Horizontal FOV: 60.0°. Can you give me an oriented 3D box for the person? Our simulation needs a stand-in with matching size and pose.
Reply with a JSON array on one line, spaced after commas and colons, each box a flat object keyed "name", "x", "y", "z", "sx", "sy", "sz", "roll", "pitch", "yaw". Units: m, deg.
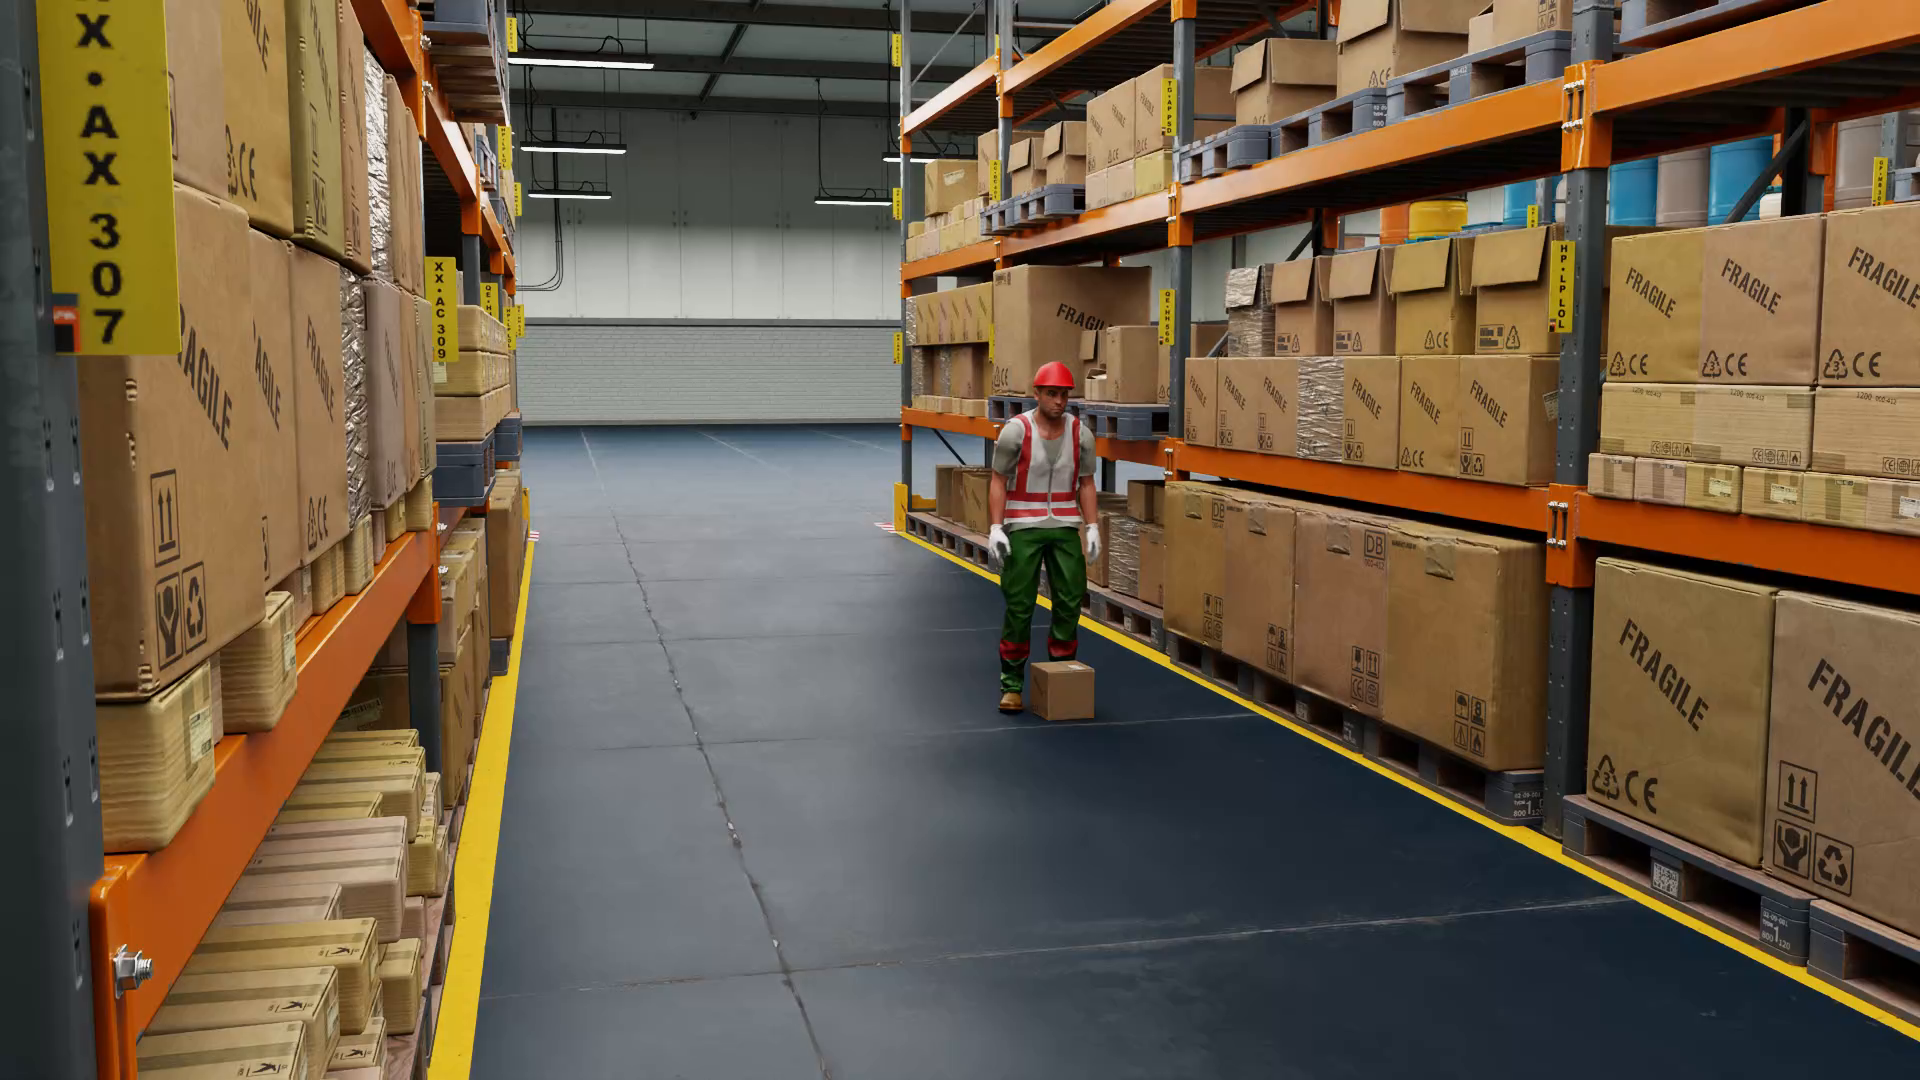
[{"name": "person", "x": 0.435, "y": -0.022, "z": 8.531, "sx": 0.607, "sy": 1.778, "sz": 0.452, "roll": -1, "pitch": 6, "yaw": -13}]
